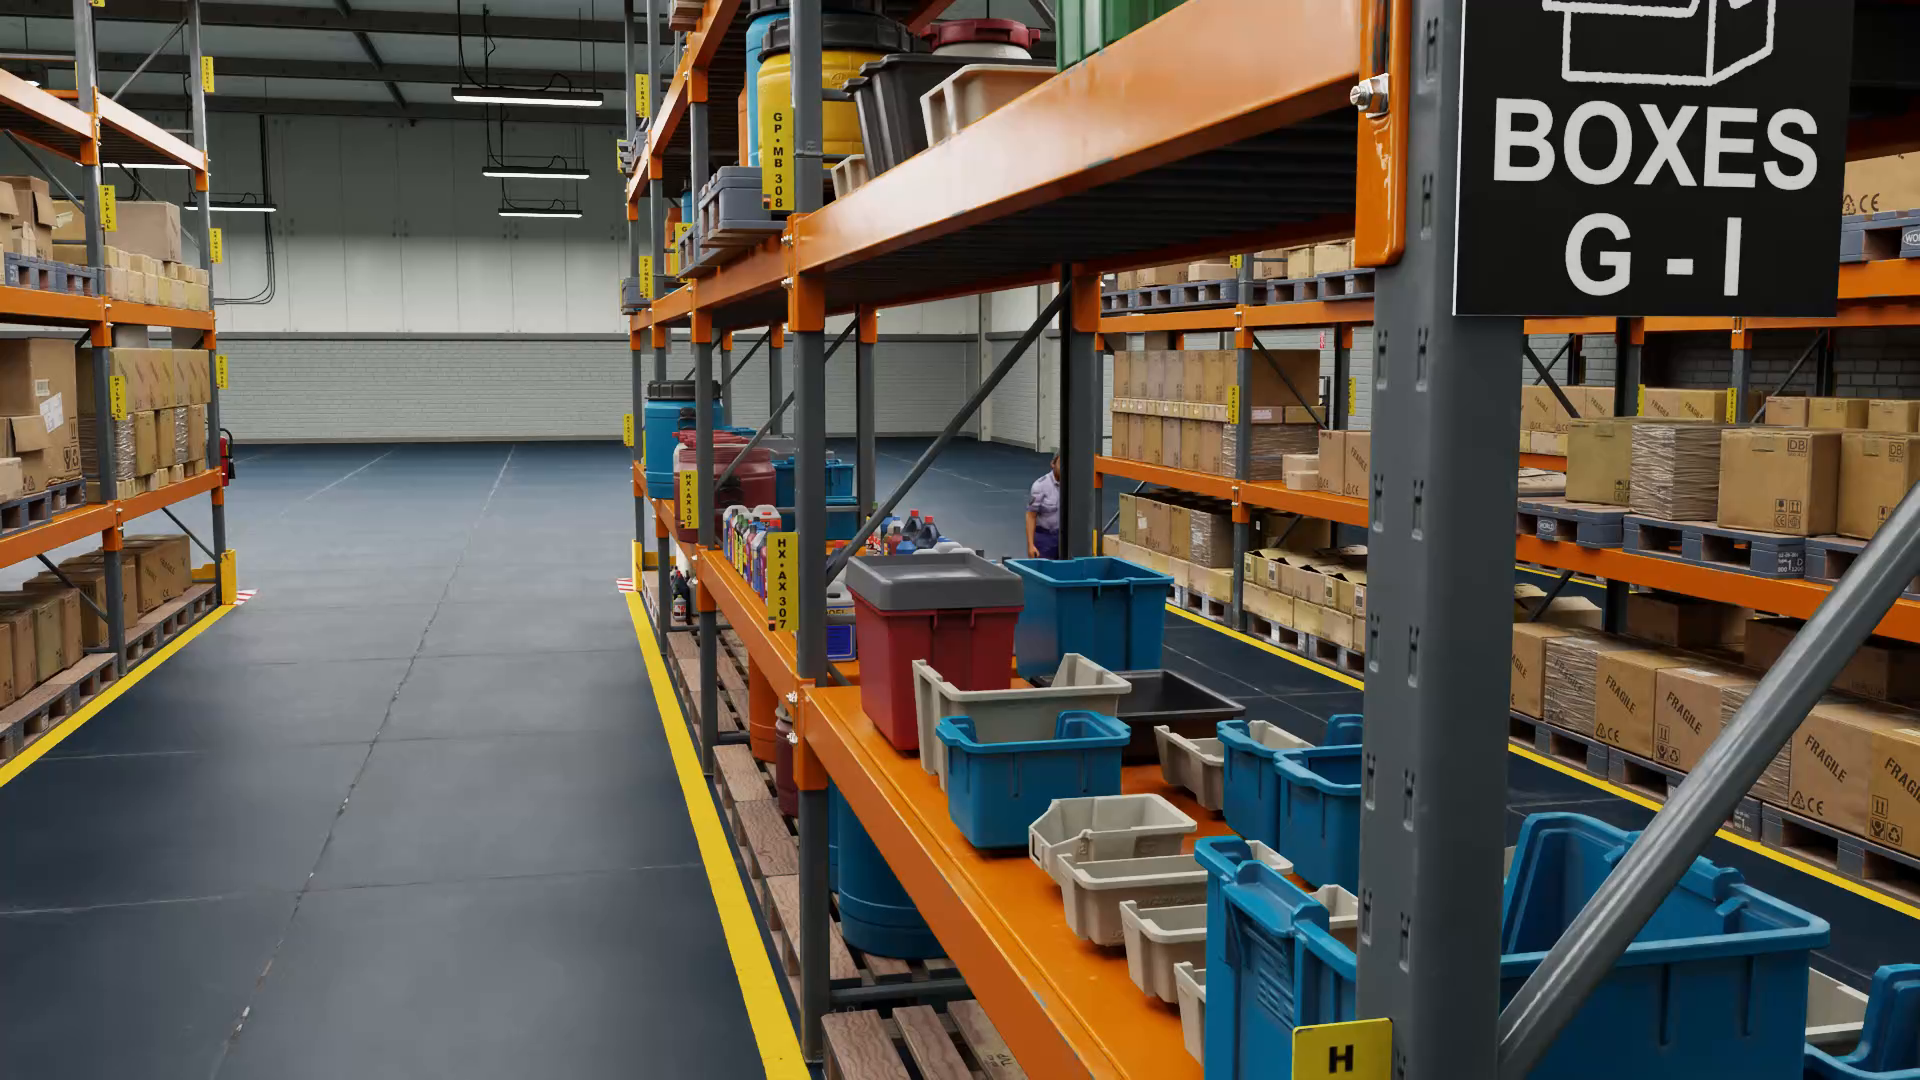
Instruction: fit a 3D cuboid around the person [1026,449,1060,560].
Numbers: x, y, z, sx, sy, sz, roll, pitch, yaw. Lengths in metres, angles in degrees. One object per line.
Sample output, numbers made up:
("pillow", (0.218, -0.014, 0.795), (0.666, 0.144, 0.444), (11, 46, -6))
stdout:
("person", (0.789, 0.069, 13.592), (0.555, 1.650, 0.425), (-2, 7, -17))
